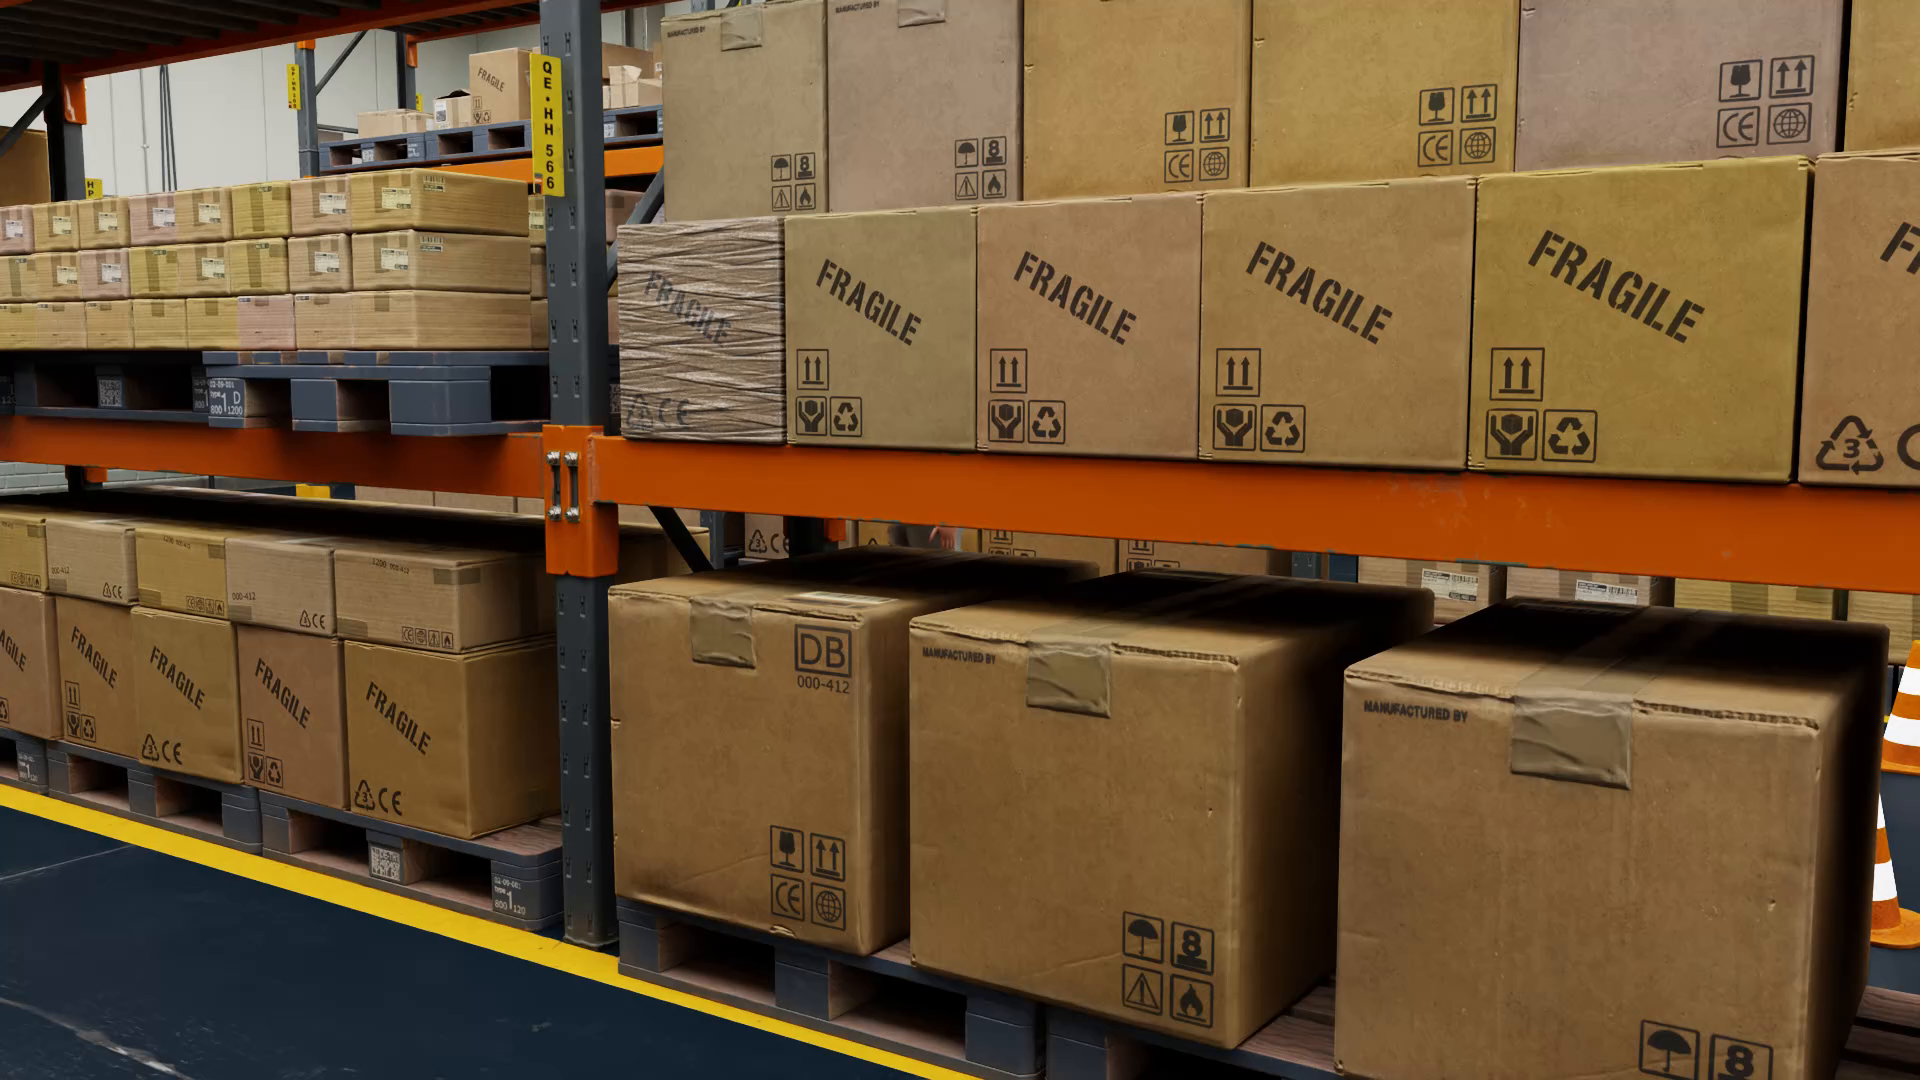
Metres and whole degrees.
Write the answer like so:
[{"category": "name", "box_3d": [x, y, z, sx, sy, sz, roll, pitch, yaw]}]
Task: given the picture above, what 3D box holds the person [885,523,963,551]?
[{"category": "person", "box_3d": [-0.144, -0.081, 6.639, 0.361, 1.682, 0.553, -3, 7, -29]}]
